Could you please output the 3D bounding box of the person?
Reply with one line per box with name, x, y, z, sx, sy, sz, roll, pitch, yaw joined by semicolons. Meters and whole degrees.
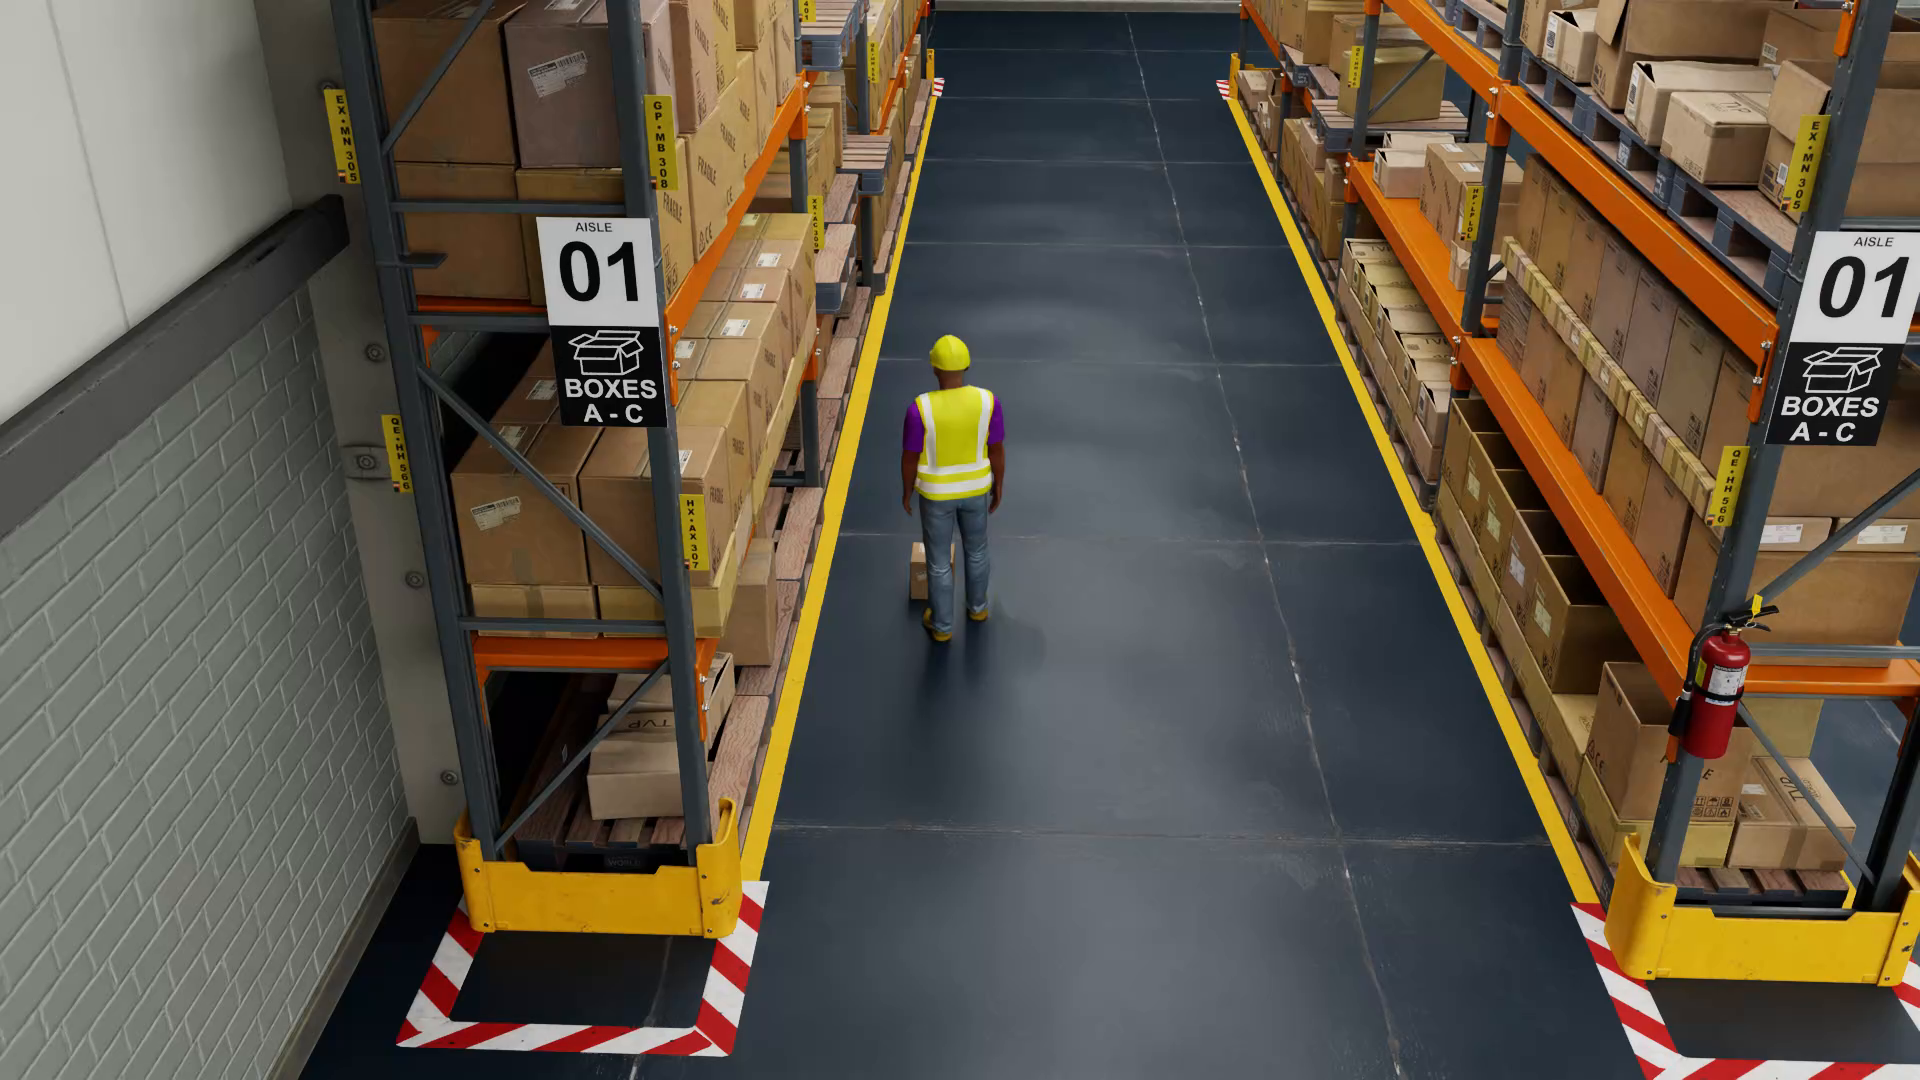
person;-0.062;-0.315;9.185;0.569;1.771;0.496;-7;29;-13
